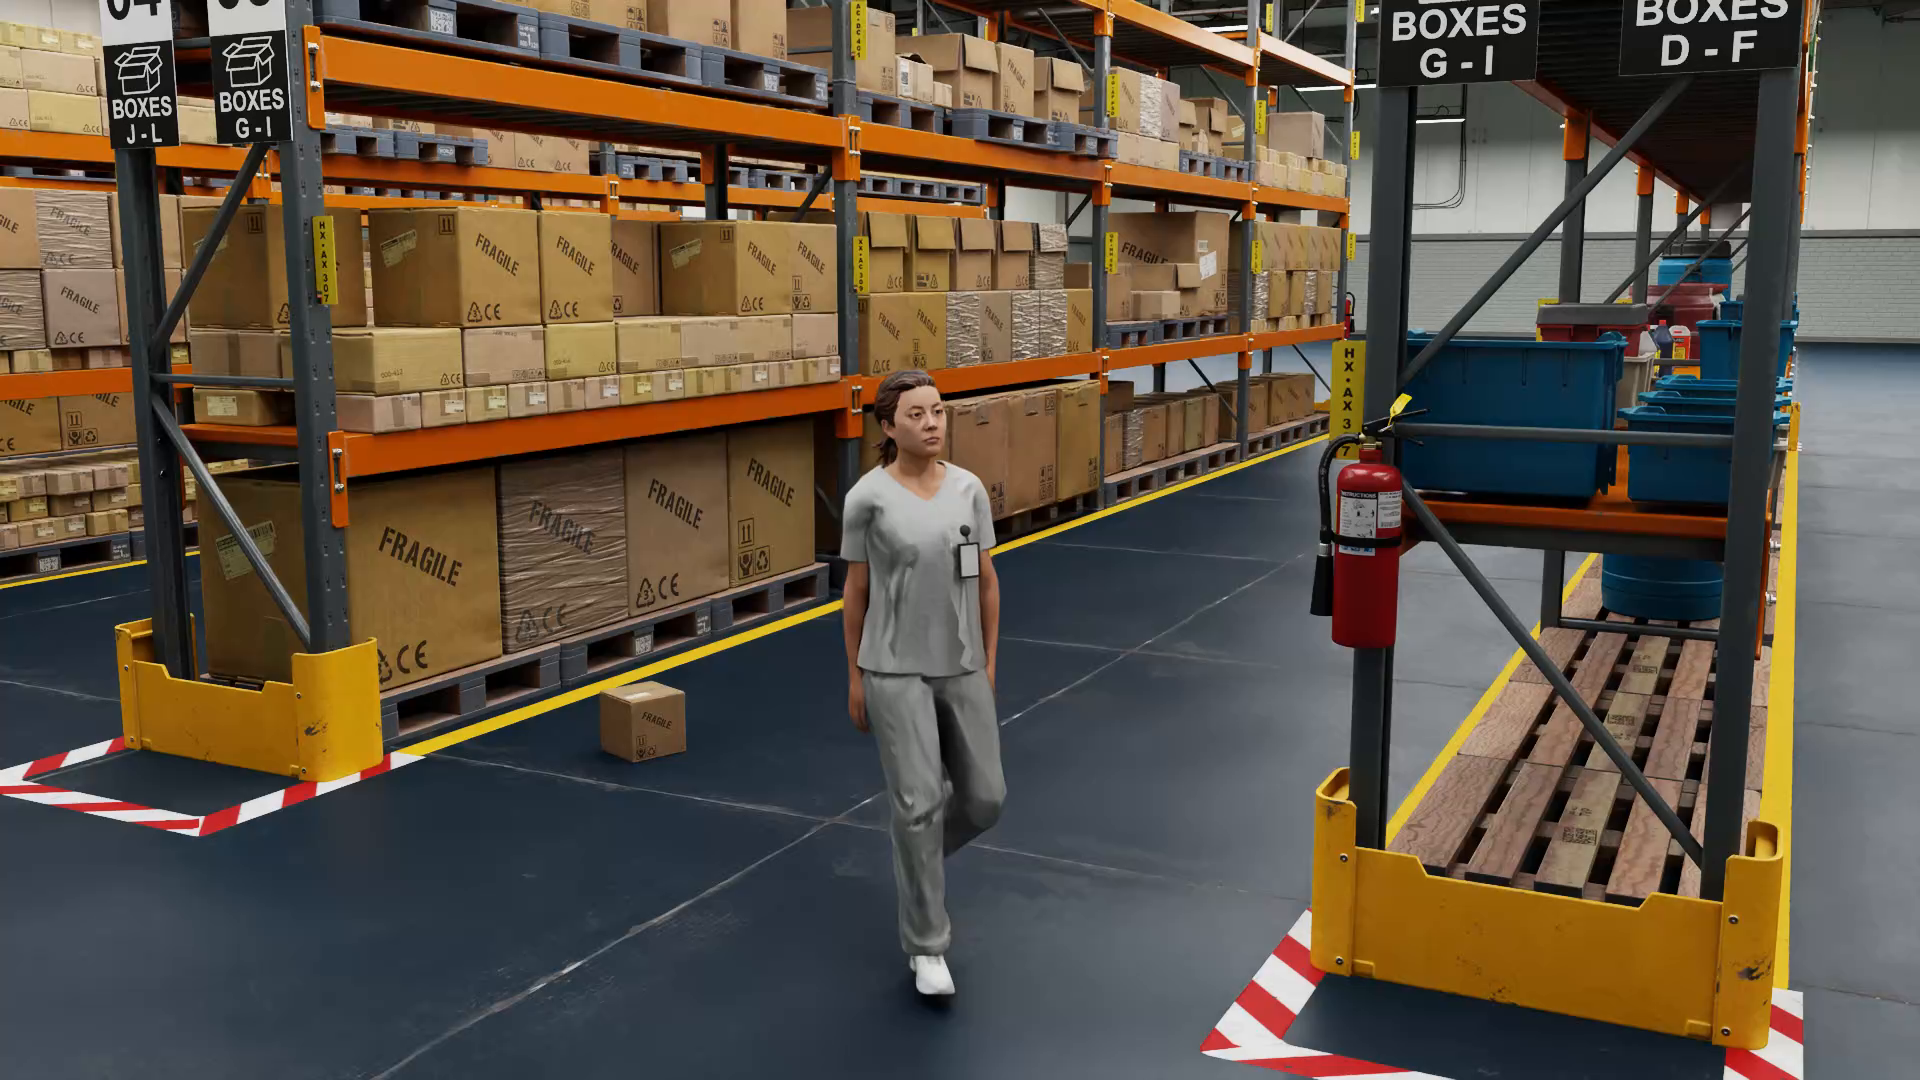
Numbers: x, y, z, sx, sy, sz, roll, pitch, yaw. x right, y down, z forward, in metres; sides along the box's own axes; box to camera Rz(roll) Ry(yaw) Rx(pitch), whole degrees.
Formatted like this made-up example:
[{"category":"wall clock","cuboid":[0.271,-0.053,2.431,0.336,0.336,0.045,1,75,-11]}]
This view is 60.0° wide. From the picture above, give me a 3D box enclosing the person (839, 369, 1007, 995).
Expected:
[{"category":"person","cuboid":[-0.108,0.356,4.581,0.447,1.648,0.683,-3,10,-20]}]
